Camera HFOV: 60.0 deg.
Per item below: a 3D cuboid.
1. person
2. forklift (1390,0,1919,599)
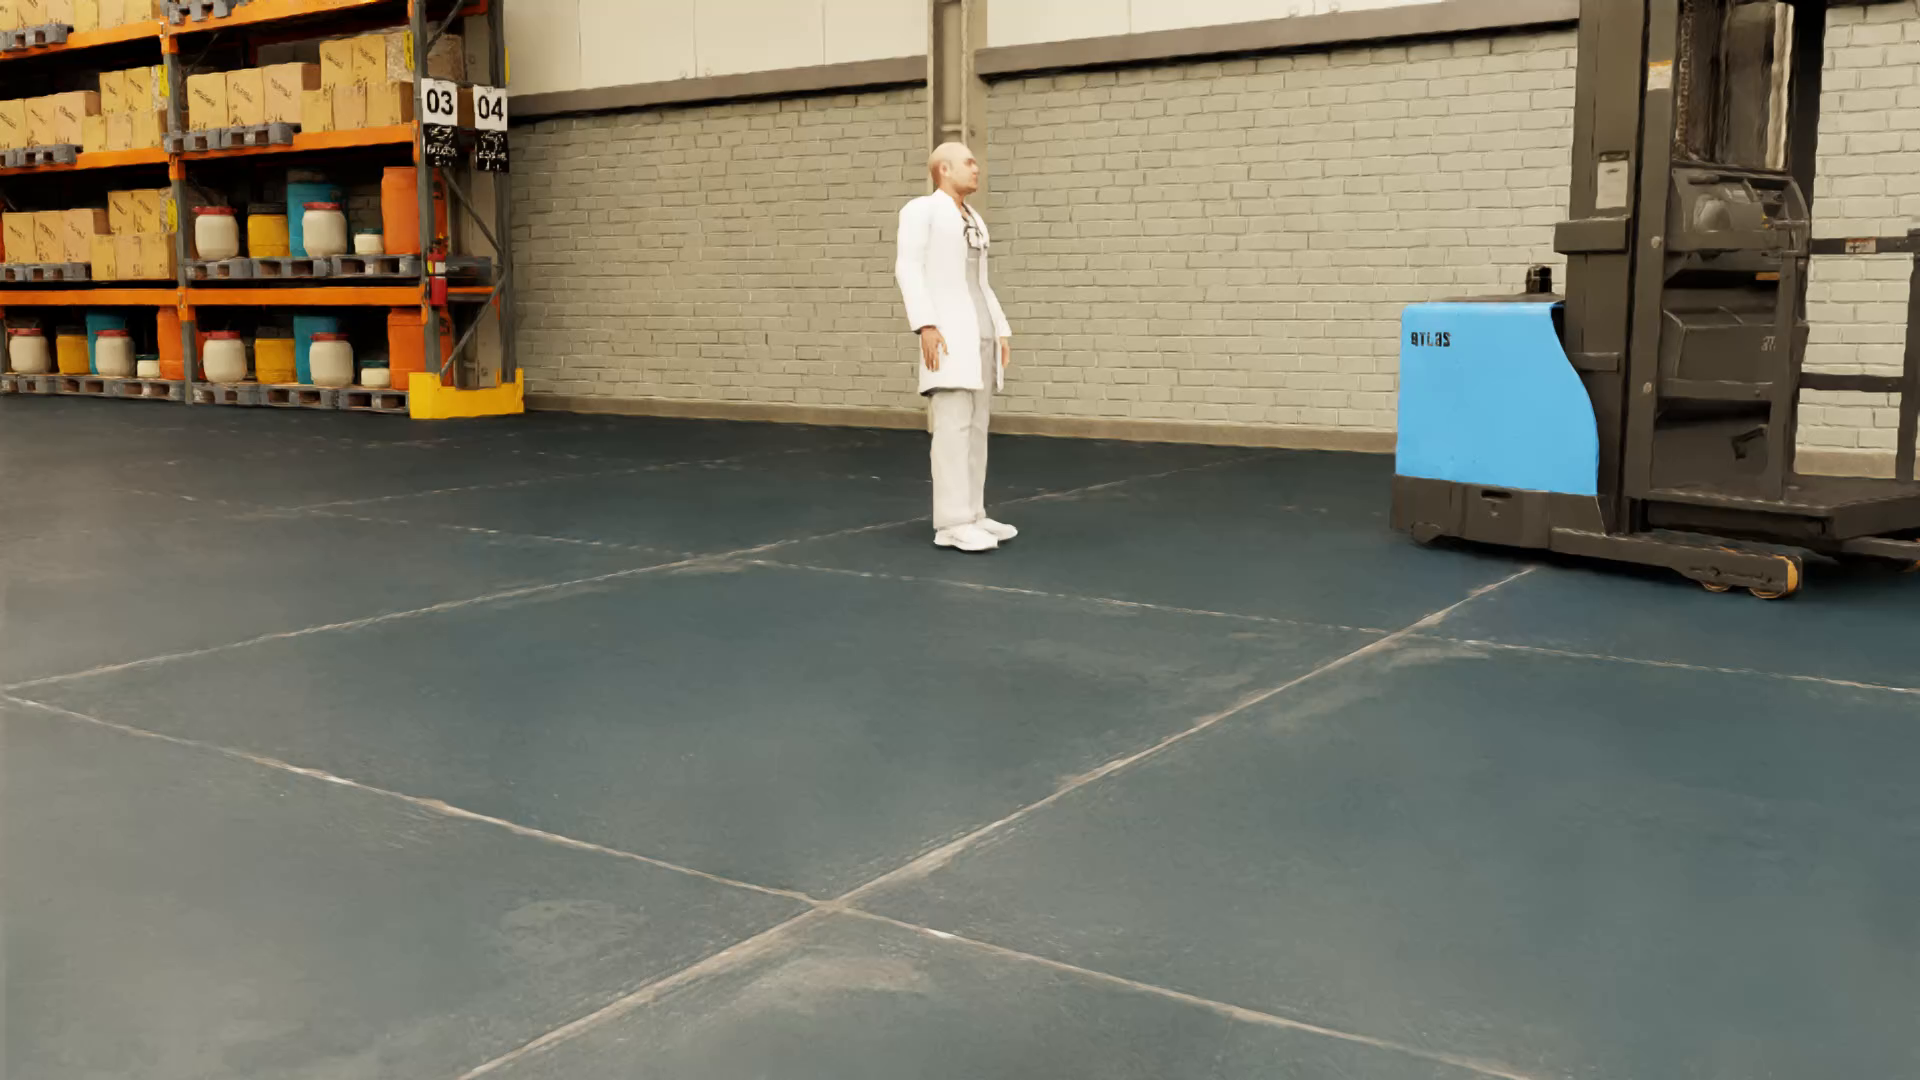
[{"bbox_3d":[0.070,-0.879,7.419,0.579,1.776,0.684,5,10,34],"label":"person"},{"bbox_3d":[3.212,-1.311,6.408,1.130,2.935,3.031,-6,10,-36],"label":"forklift"}]
